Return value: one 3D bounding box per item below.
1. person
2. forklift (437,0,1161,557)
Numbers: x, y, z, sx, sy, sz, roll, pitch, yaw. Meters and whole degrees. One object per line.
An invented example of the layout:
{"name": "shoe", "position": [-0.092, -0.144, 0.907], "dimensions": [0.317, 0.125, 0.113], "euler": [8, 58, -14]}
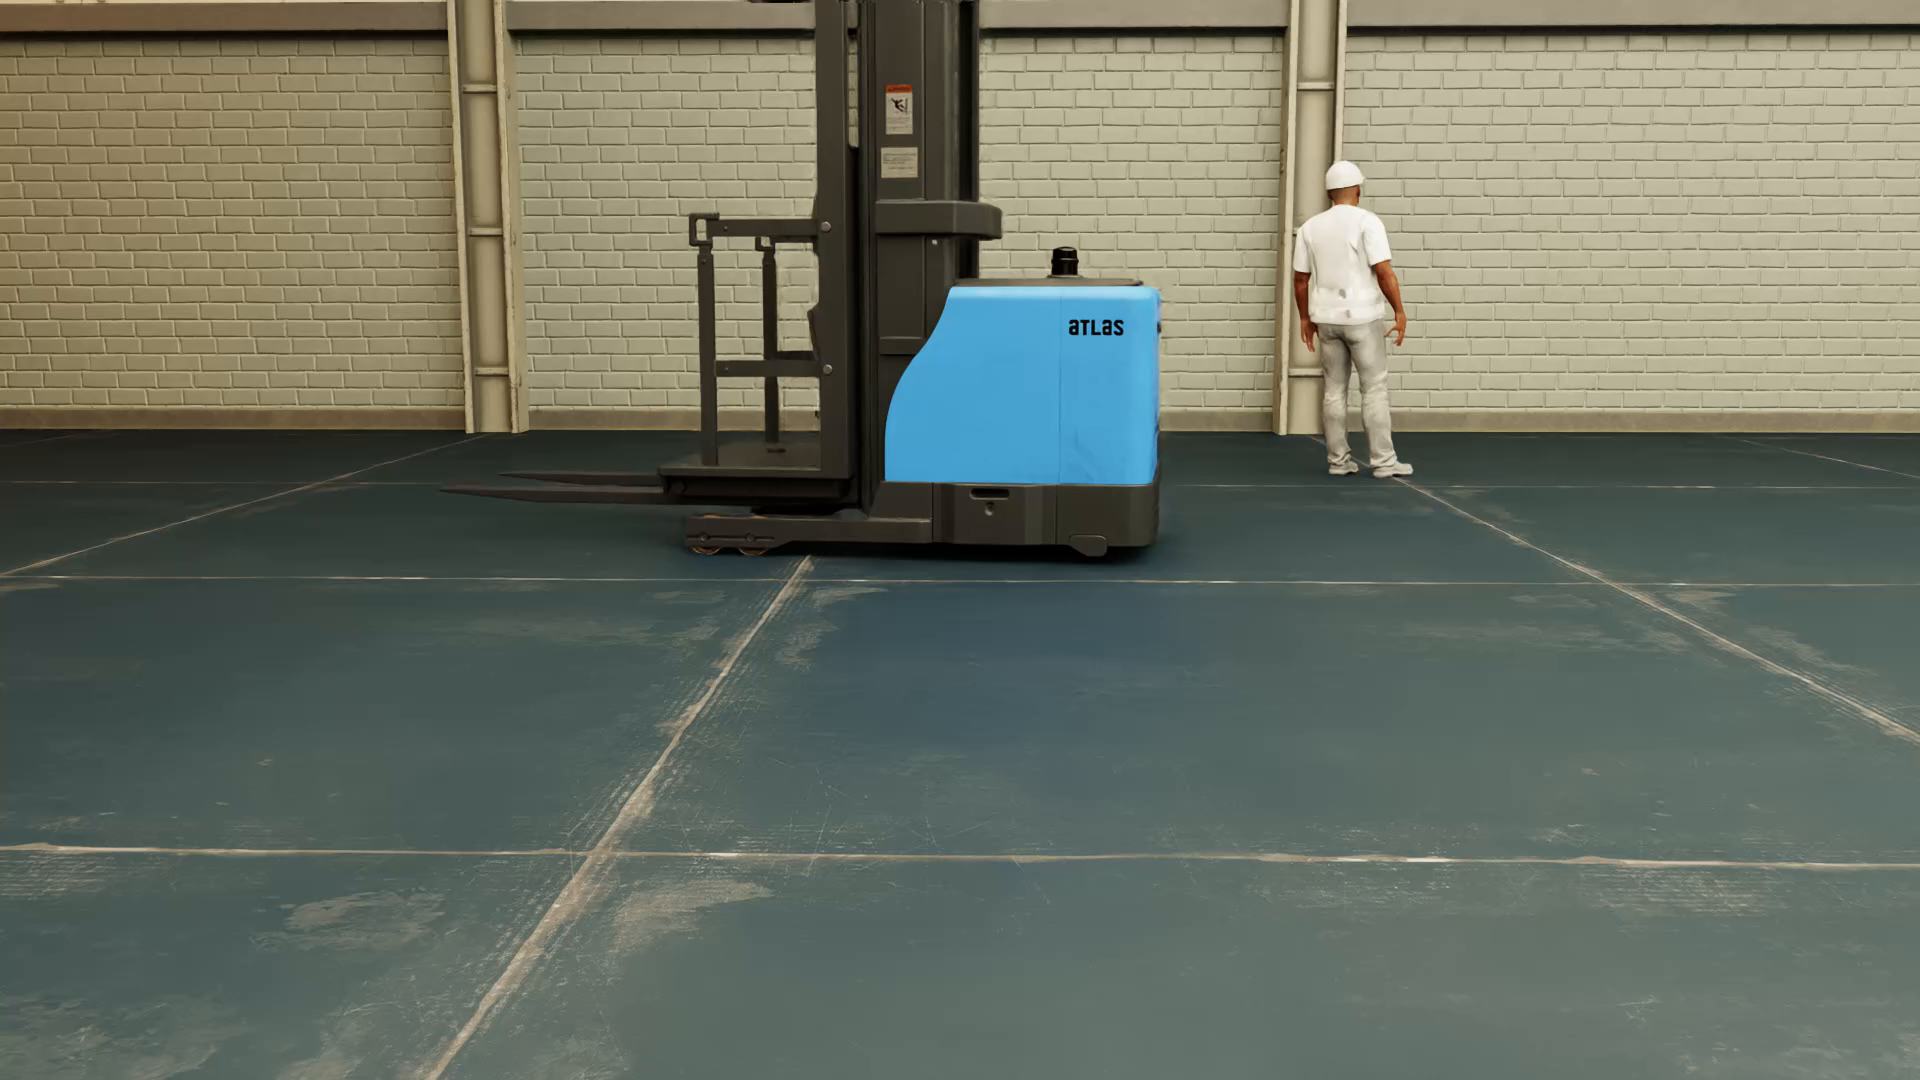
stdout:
{"name": "person", "position": [2.246, -1.251, 9.457], "dimensions": [0.663, 1.771, 0.543], "euler": [8, 12, 43]}
{"name": "forklift", "position": [-0.674, -1.460, 6.977], "dimensions": [3.031, 2.935, 1.130], "euler": [1, 9, 8]}
